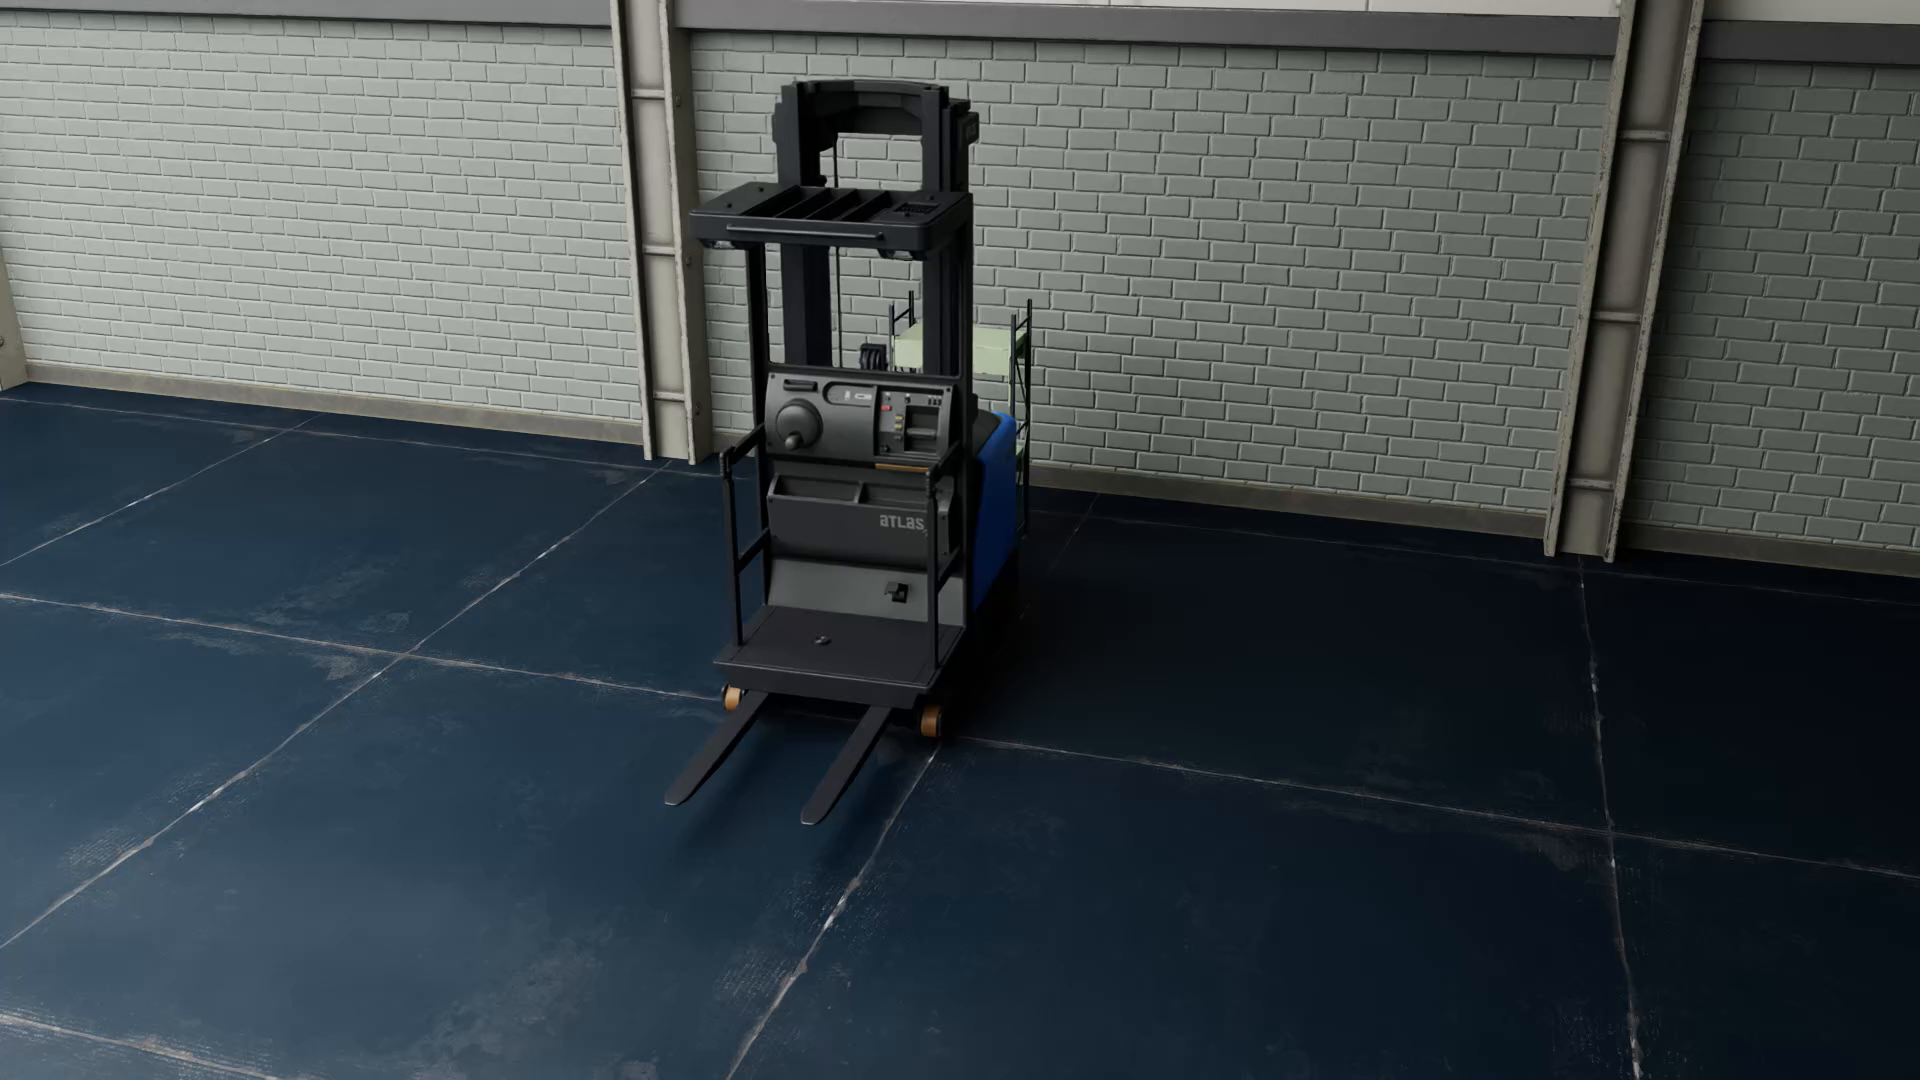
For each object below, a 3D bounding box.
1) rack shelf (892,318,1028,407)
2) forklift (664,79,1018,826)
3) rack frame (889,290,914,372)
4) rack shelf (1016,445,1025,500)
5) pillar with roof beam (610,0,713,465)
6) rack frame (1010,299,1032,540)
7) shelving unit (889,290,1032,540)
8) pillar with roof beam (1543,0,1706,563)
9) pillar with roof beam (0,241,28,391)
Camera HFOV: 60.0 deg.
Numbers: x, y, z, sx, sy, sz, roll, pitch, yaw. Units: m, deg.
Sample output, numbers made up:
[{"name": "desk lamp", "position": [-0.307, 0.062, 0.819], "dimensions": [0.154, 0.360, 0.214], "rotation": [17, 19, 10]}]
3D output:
[{"name": "rack shelf", "position": [0.006, -1.054, 9.836], "dimensions": [0.720, 0.370, 0.431], "rotation": [7, 23, 16]}, {"name": "forklift", "position": [-0.539, -0.567, 7.791], "dimensions": [1.130, 2.935, 3.031], "rotation": [6, 23, 13]}, {"name": "rack frame", "position": [-0.344, -0.733, 10.081], "dimensions": [0.023, 1.500, 0.400], "rotation": [7, 23, 16]}, {"name": "rack shelf", "position": [0.006, -0.392, 10.107], "dimensions": [0.720, 0.370, 0.431], "rotation": [7, 23, 16]}, {"name": "pillar with roof beam", "position": [-3.222, -3.198, 6.209], "dimensions": [0.400, 9.000, 9.100], "rotation": [7, 23, 16]}, {"name": "rack frame", "position": [0.357, -0.653, 9.886], "dimensions": [0.023, 1.500, 0.400], "rotation": [7, 23, 16]}, {"name": "shelving unit", "position": [0.006, -0.693, 9.984], "dimensions": [0.755, 1.500, 0.431], "rotation": [7, 23, 16]}, {"name": "pillar with roof beam", "position": [2.522, -2.541, 4.606], "dimensions": [0.400, 9.000, 9.100], "rotation": [7, 23, 16]}, {"name": "pillar with roof beam", "position": [-8.966, -3.856, 7.813], "dimensions": [0.400, 9.000, 9.100], "rotation": [7, 23, 16]}]
